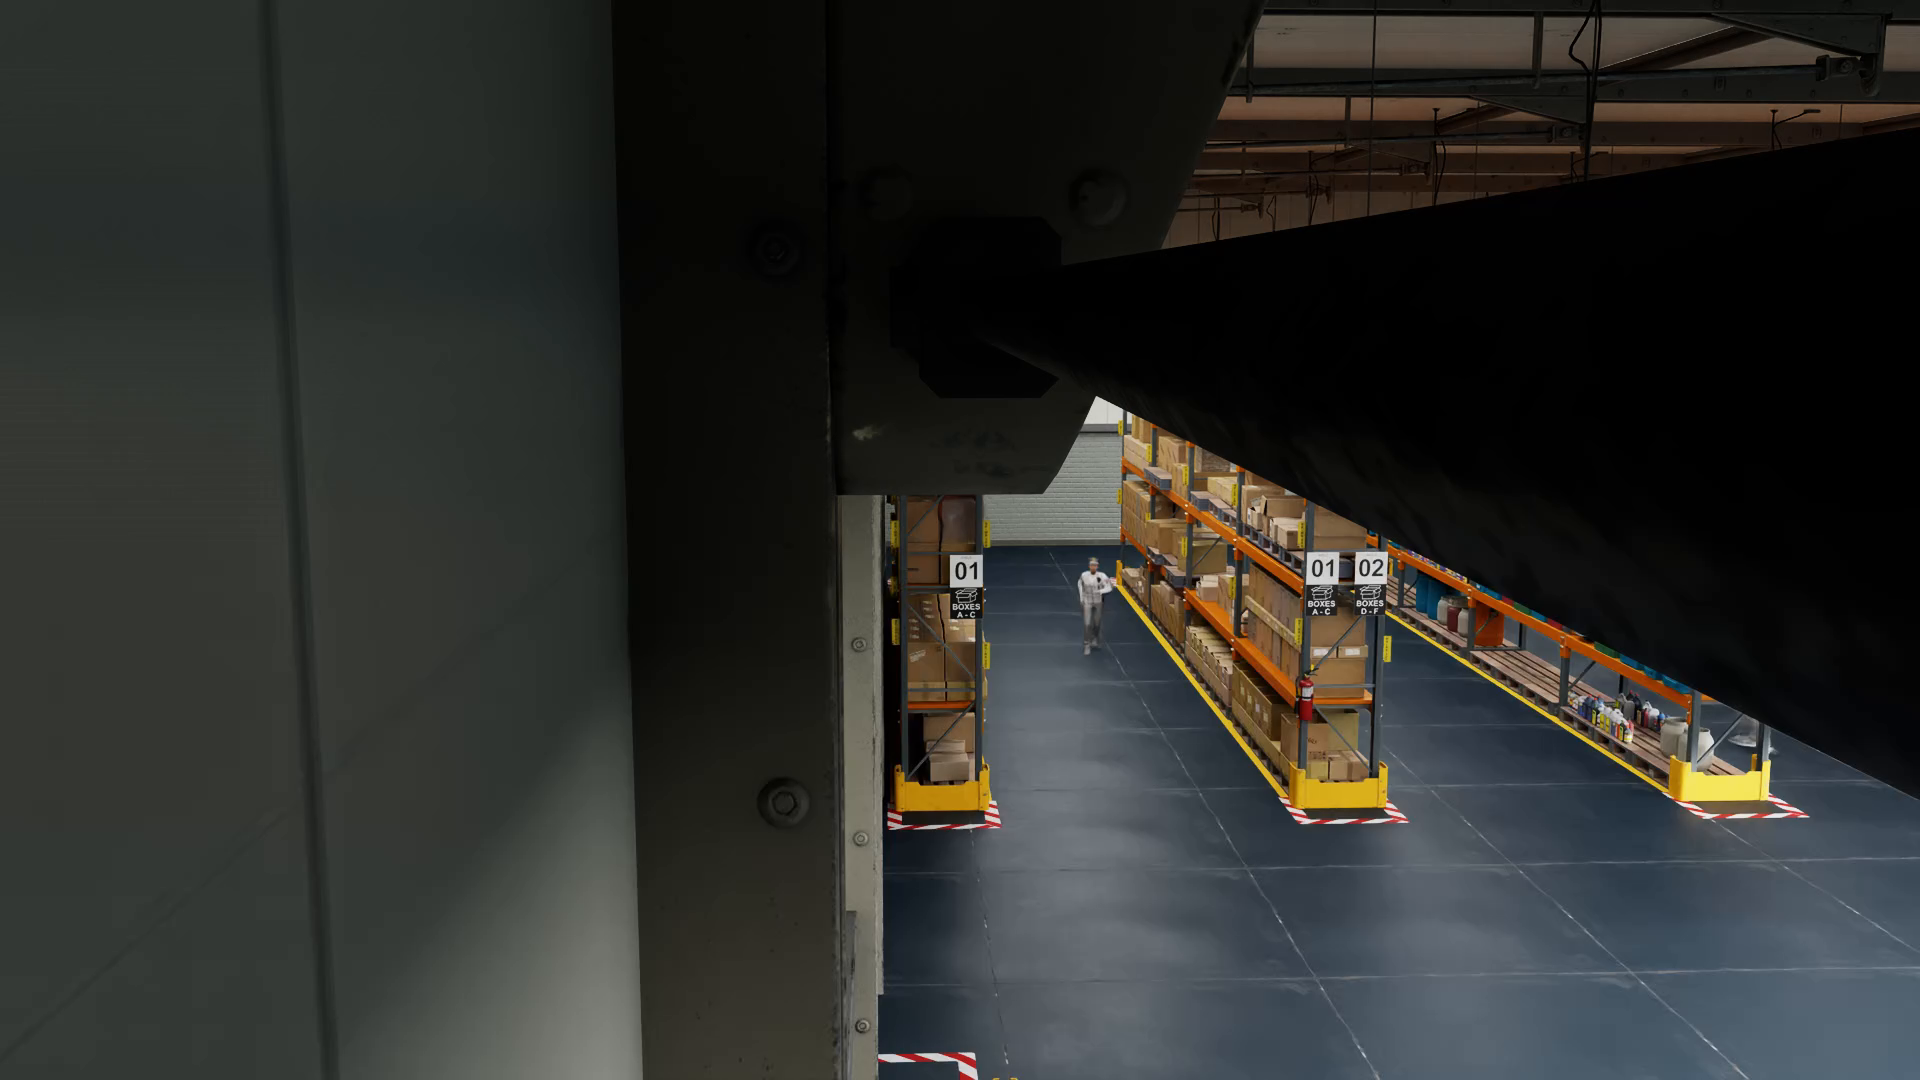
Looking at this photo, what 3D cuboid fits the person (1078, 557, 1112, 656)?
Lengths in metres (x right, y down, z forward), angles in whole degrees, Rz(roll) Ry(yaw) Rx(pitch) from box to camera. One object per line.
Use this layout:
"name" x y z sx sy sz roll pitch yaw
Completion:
"person" 2.397 1.153 29.590 0.588 1.729 0.784 0 8 3

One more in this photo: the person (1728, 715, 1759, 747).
"person" 11.123 2.107 23.427 0.367 1.609 0.423 0 8 1
